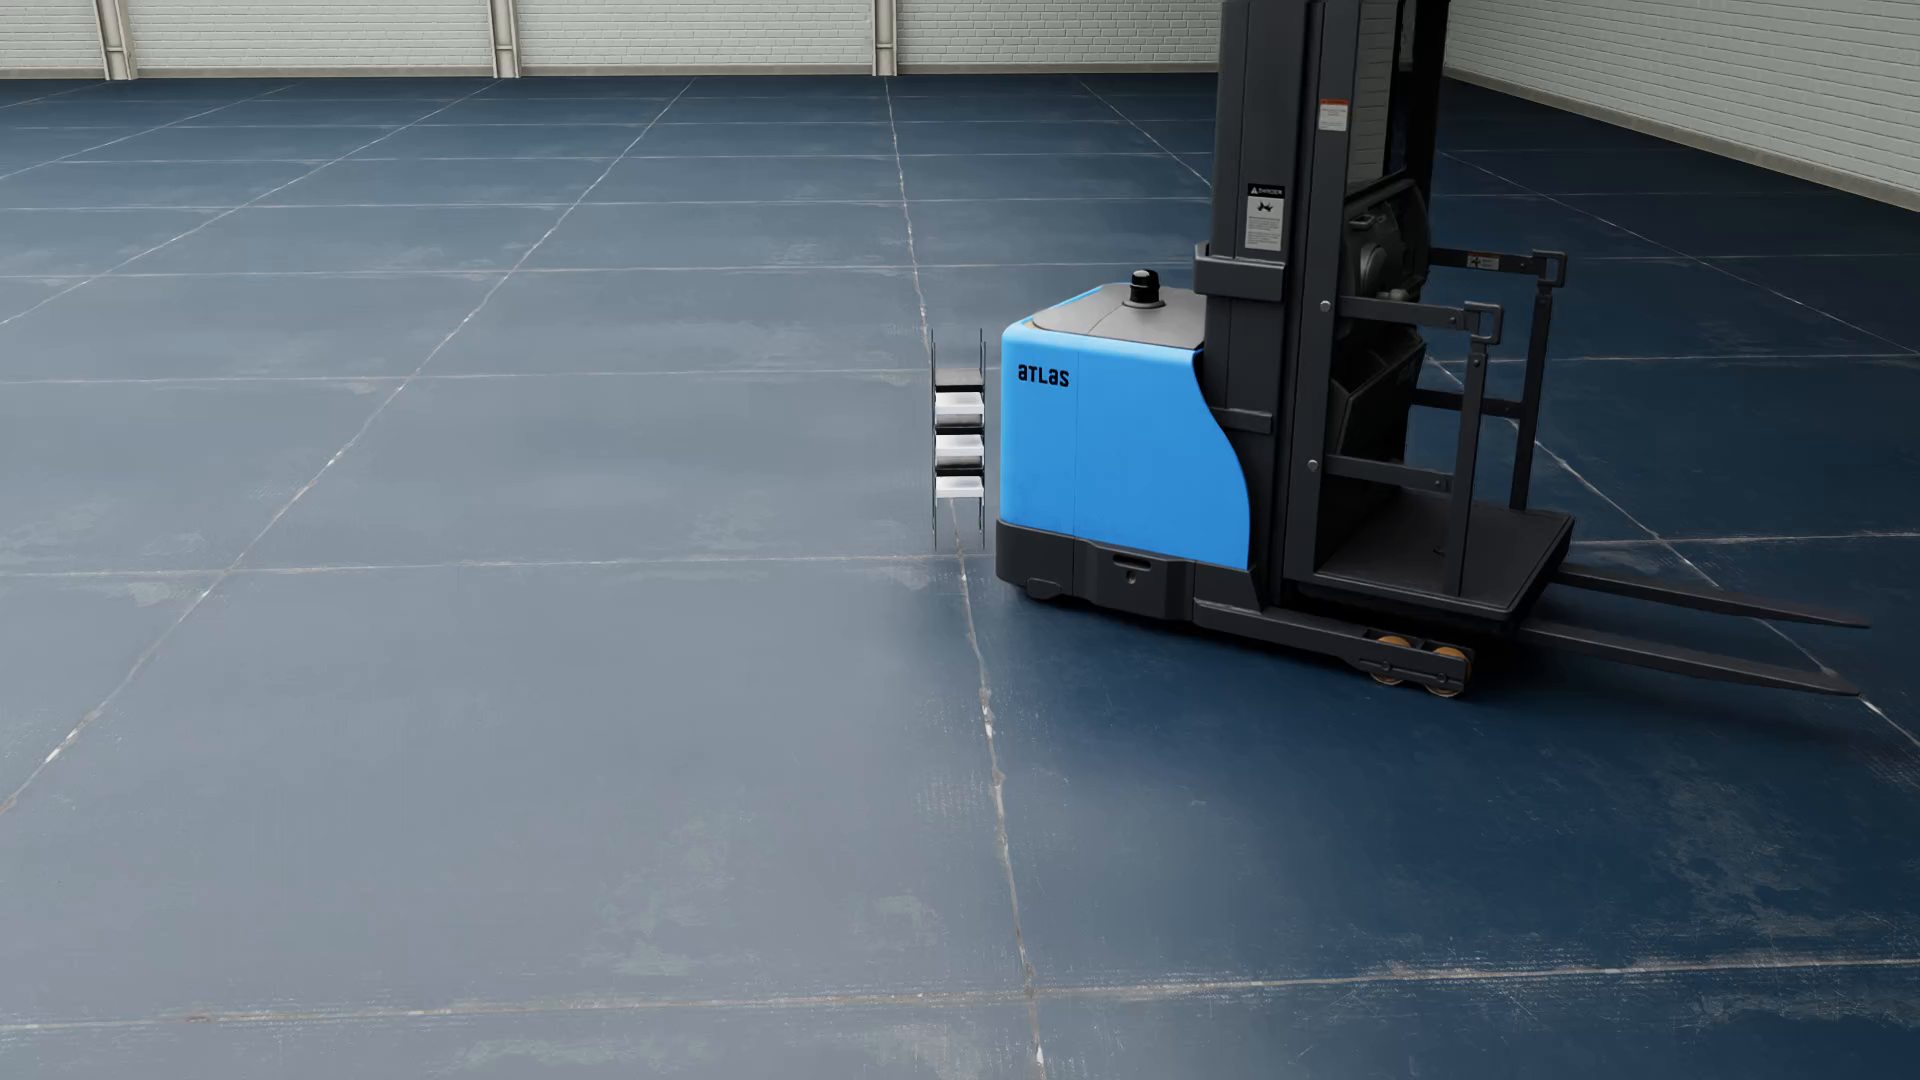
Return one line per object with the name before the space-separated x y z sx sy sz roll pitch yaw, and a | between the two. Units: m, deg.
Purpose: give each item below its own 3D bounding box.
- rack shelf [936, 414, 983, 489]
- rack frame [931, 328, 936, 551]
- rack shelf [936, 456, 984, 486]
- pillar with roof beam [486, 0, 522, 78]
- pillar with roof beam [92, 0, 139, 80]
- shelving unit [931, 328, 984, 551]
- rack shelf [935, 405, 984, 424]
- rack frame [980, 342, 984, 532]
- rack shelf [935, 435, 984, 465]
rack shelf | -0.008 -0.373 6.978 0.190 0.281 0.221 -1 21 -3
rack frame | -0.110 -0.418 6.955 0.006 0.900 0.240 -1 21 -3
rack shelf | -0.008 -0.305 7.004 0.200 0.077 0.258 -1 21 -3
pillar with roof beam | -6.959 -10.064 20.907 0.400 9.000 9.100 -1 21 -3
pillar with roof beam | -12.949 -9.942 20.587 0.400 9.000 9.100 -1 21 -3
shelving unit | -0.009 -0.420 6.960 0.208 0.900 0.258 -1 21 -3
rack shelf | -0.008 -0.557 6.908 0.200 0.077 0.258 -1 21 -3
rack frame | 0.093 -0.423 6.967 0.003 0.785 0.228 -1 21 -3
rack shelf | -0.008 -0.389 6.972 0.200 0.077 0.258 -1 21 -3
